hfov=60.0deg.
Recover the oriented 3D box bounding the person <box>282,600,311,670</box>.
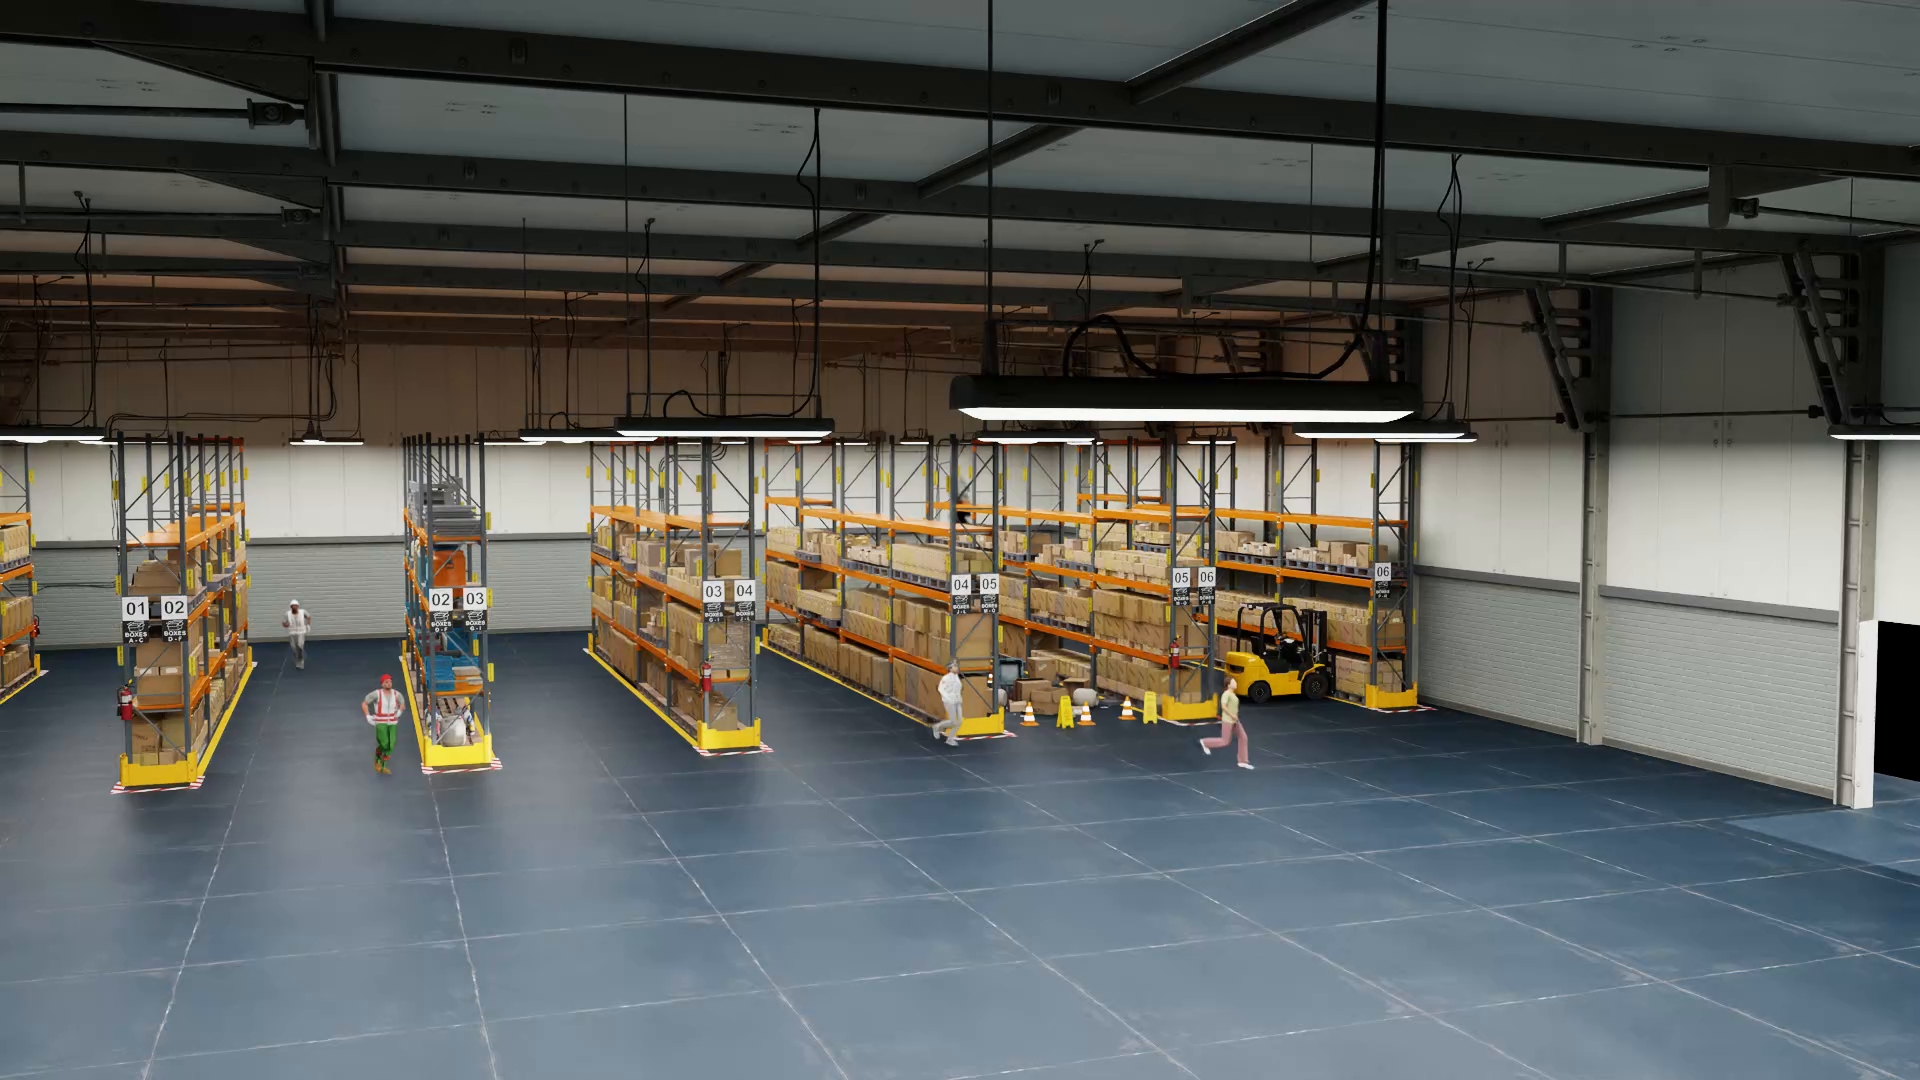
[{"bbox_3d":[-17.147,2.455,42.959,0.656,1.806,0.698,-1,3,-14],"label":"person"}]

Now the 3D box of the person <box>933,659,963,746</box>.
[{"bbox_3d":[-0.234,3.124,32.093,0.566,1.643,0.521,2,4,31],"label":"person"}]

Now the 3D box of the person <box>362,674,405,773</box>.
[{"bbox_3d":[-10.033,3.220,29.108,0.716,1.738,0.547,-3,4,-39],"label":"person"}]

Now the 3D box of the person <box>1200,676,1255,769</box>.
[{"bbox_3d":[4.808,3.271,29.849,0.996,1.652,0.561,2,4,29],"label":"person"}]
